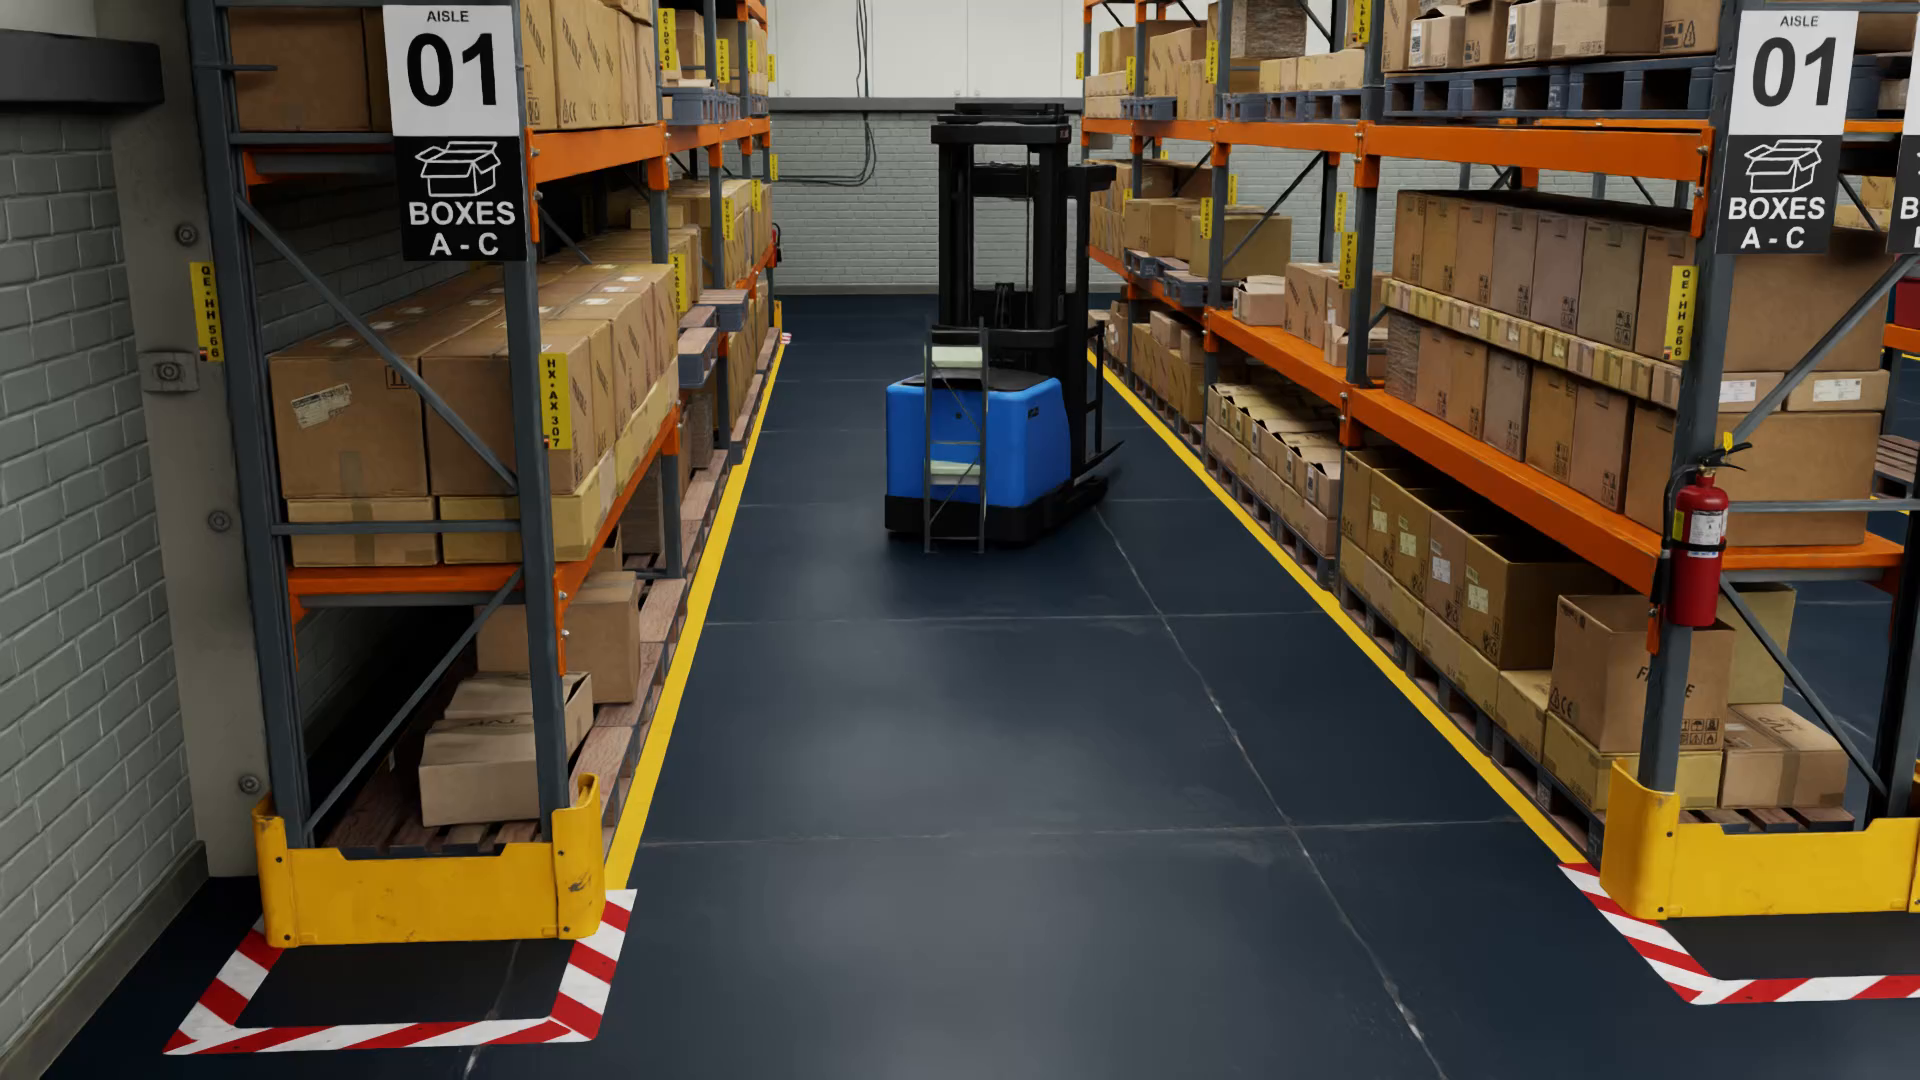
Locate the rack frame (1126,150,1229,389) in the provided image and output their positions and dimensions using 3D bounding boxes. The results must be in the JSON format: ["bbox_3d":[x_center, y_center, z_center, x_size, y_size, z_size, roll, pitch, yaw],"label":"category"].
[{"bbox_3d":[2.299,-3.099,17.551,1.000,3.000,0.127,-1,14,-3],"label":"rack frame"}]

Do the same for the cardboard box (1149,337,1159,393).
[{"bbox_3d":[2.154,-1.720,16.327,0.500,0.500,0.500,-1,14,-3],"label":"cardboard box"}]

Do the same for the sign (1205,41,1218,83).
[{"bbox_3d":[2.005,-3.799,13.216,0.100,0.325,0.005,-1,14,-3],"label":"sign"}]

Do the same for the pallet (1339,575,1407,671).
[{"bbox_3d":[2.802,0.440,9.394,1.003,0.211,1.213,-1,14,-3],"label":"pallet"}]

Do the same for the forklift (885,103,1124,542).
[{"bbox_3d":[0.497,-1.728,12.360,1.130,2.935,3.031,6,15,21],"label":"forklift"}]

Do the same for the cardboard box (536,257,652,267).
[{"bbox_3d":[-2.147,-1.420,9.944,0.700,0.500,0.500,-1,14,-3],"label":"cardboard box"}]

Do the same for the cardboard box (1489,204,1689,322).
[{"bbox_3d":[2.922,-1.301,7.760,0.700,0.500,0.500,-1,14,-3],"label":"cardboard box"}]

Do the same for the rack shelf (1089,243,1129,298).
[{"bbox_3d":[2.175,-3.248,19.574,1.077,0.370,4.000,-1,14,-3],"label":"rack shelf"}]

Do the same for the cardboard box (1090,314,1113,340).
[{"bbox_3d":[1.864,-2.587,20.196,0.500,0.250,0.500,-1,14,-3],"label":"cardboard box"}]

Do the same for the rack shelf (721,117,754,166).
[{"bbox_3d":[-2.521,-3.628,15.033,1.077,0.370,4.000,-1,14,-3],"label":"rack shelf"}]

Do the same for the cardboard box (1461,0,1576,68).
[{"bbox_3d":[2.771,-2.472,7.762,0.797,0.503,0.637,1,14,3],"label":"cardboard box"}]

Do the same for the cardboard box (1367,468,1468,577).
[{"bbox_3d":[2.550,-0.100,9.065,0.500,0.500,0.500,-1,14,-3],"label":"cardboard box"}]

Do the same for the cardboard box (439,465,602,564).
[{"bbox_3d":[-1.615,-0.100,6.158,0.500,0.250,0.500,-1,14,-5],"label":"cardboard box"}]

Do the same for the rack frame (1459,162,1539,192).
[{"bbox_3d":[6.995,-4.169,21.711,1.000,3.000,0.127,-1,14,-3],"label":"rack frame"}]

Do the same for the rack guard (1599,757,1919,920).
[{"bbox_3d":[3.044,1.102,6.240,1.175,0.500,0.348,-1,14,-3],"label":"rack guard"}]

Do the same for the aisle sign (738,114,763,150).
[{"bbox_3d":[-2.598,-5.298,20.880,0.394,0.787,0.004,-1,14,-3],"label":"aisle sign"}]

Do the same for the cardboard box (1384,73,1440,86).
[{"bbox_3d":[2.766,-2.846,10.007,0.500,0.250,0.500,1,14,2],"label":"cardboard box"}]

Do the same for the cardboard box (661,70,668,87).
[{"bbox_3d":[-2.180,-3.180,10.804,0.500,0.500,0.500,-1,14,-5],"label":"cardboard box"}]

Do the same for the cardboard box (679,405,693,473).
[{"bbox_3d":[-2.384,-0.721,12.442,0.700,0.500,0.500,-1,14,-4],"label":"cardboard box"}]

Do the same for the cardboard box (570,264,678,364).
[{"bbox_3d":[-1.811,-1.219,9.001,0.500,0.500,0.500,-1,14,-4],"label":"cardboard box"}]

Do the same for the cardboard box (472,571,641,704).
[{"bbox_3d":[-1.885,0.462,7.845,0.700,0.500,0.500,-2,15,-7],"label":"cardboard box"}]

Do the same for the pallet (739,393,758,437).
[{"bbox_3d":[-2.443,-1.176,15.674,1.003,0.211,1.213,-1,14,-3],"label":"pallet"}]

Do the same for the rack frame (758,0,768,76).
[{"bbox_3d":[-2.893,-6.922,20.369,1.000,3.000,0.127,-1,14,-3],"label":"rack frame"}]

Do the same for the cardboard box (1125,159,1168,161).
[{"bbox_3d":[2.353,-4.520,20.866,0.500,0.500,0.500,-1,14,-4],"label":"cardboard box"}]

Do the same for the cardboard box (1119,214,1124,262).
[{"bbox_3d":[2.012,-3.268,18.006,0.500,0.500,0.500,-1,14,-3],"label":"cardboard box"}]

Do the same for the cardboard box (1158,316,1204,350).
[{"bbox_3d":[2.179,-1.967,15.780,0.500,0.250,0.500,-1,14,-4],"label":"cardboard box"}]

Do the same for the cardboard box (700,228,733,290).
[{"bbox_3d":[-2.172,-2.354,13.816,0.500,0.500,0.500,0,14,-2],"label":"cardboard box"}]

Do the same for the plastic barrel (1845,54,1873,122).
[{"bbox_3d":[7.204,-3.604,13.272,0.421,0.512,0.421,0,14,0],"label":"plastic barrel"}]

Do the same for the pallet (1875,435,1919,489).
[{"bbox_3d":[7.500,-0.636,13.574,1.003,0.211,1.213,-1,14,-3],"label":"pallet"}]

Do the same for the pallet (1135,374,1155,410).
[{"bbox_3d":[2.387,-1.547,17.114,1.003,0.211,1.213,-1,14,-3],"label":"pallet"}]

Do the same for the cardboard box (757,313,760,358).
[{"bbox_3d":[-2.617,-2.327,18.724,0.700,0.500,0.500,-1,14,-4],"label":"cardboard box"}]

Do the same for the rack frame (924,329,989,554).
[{"bbox_3d":[-0.027,-0.638,10.985,0.400,1.500,0.023,1,14,-2],"label":"rack frame"}]

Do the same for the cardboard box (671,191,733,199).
[{"bbox_3d":[-2.202,-2.843,14.212,0.500,0.250,0.500,-1,14,-4],"label":"cardboard box"}]

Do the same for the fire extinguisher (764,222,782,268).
[{"bbox_3d":[-2.441,-3.843,21.346,0.296,0.674,0.183,-1,14,-3],"label":"fire extinguisher"}]

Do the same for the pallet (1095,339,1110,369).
[{"bbox_3d":[2.179,-2.223,19.744,1.003,0.211,1.213,-1,14,-3],"label":"pallet"}]

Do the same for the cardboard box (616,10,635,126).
[{"bbox_3d":[-1.780,-2.158,7.632,0.500,0.500,0.500,-1,15,-6],"label":"cardboard box"}]

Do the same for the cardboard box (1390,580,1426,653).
[{"bbox_3d":[2.573,0.388,8.675,0.500,0.250,0.500,-1,14,-3],"label":"cardboard box"}]

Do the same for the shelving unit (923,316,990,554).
[{"bbox_3d":[-0.037,-0.729,11.339,0.431,1.500,0.755,1,14,-2],"label":"shelving unit"}]

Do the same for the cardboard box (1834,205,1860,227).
[{"bbox_3d":[11.699,-4.194,21.509,0.500,0.250,0.500,-1,14,-5],"label":"cardboard box"}]

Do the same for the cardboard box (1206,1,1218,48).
[{"bbox_3d":[2.463,-4.452,14.581,0.500,0.500,0.500,-1,14,-3],"label":"cardboard box"}]

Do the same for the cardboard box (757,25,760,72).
[{"bbox_3d":[-2.483,-5.449,18.416,0.500,0.500,0.500,-1,14,-3],"label":"cardboard box"}]

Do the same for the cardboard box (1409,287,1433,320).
[{"bbox_3d":[2.652,-1.275,8.961,0.380,0.149,0.250,-1,14,-5],"label":"cardboard box"}]

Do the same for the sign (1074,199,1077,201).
[{"bbox_3d":[1.510,-4.505,21.276,0.100,0.325,0.005,-1,14,-3],"label":"sign"}]

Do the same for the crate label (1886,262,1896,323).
[{"bbox_3d":[7.283,-1.945,12.997,0.502,0.435,0.616,-1,14,-3],"label":"crate label"}]

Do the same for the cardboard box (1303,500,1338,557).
[{"bbox_3d":[2.480,-0.080,10.492,0.500,0.250,0.500,-1,14,-4],"label":"cardboard box"}]

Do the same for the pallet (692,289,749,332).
[{"bbox_3d":[-2.246,-1.758,12.725,1.213,0.211,1.003,-1,14,-3],"label":"pallet"}]

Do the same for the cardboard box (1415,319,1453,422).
[{"bbox_3d":[2.868,-0.916,8.867,0.700,0.500,0.500,-1,14,-4],"label":"cardboard box"}]

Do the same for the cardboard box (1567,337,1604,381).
[{"bbox_3d":[2.782,-0.760,6.960,0.380,0.149,0.250,-1,14,-3],"label":"cardboard box"}]

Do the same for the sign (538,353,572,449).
[{"bbox_3d":[-1.360,-0.465,5.576,0.100,0.325,0.005,-1,14,-3],"label":"sign"}]

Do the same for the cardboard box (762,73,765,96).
[{"bbox_3d":[-2.549,-5.341,19.501,0.500,0.250,0.500,-1,14,-6],"label":"cardboard box"}]

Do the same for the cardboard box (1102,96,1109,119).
[{"bbox_3d":[1.917,-4.969,19.100,0.500,0.250,0.500,-1,14,-3],"label":"cardboard box"}]

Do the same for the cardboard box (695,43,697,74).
[{"bbox_3d":[-2.570,-3.992,13.917,0.700,0.500,0.500,-2,15,-7],"label":"cardboard box"}]

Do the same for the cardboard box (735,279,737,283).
[{"bbox_3d":[-2.306,-2.513,15.738,0.380,0.149,0.250,-1,14,-5],"label":"cardboard box"}]

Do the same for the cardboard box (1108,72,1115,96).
[{"bbox_3d":[1.942,-5.087,18.554,0.500,0.250,0.500,-1,14,-3],"label":"cardboard box"}]

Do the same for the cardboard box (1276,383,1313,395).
[{"bbox_3d":[2.825,-1.121,13.413,0.500,0.311,0.500,-1,14,-2],"label":"cardboard box"}]

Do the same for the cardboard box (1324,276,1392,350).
[{"bbox_3d":[2.731,-1.480,11.058,0.500,0.500,0.500,0,14,1],"label":"cardboard box"}]

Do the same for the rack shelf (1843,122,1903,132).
[{"bbox_3d":[7.615,-2.787,11.761,1.077,0.370,4.000,-1,14,-3],"label":"rack shelf"}]
